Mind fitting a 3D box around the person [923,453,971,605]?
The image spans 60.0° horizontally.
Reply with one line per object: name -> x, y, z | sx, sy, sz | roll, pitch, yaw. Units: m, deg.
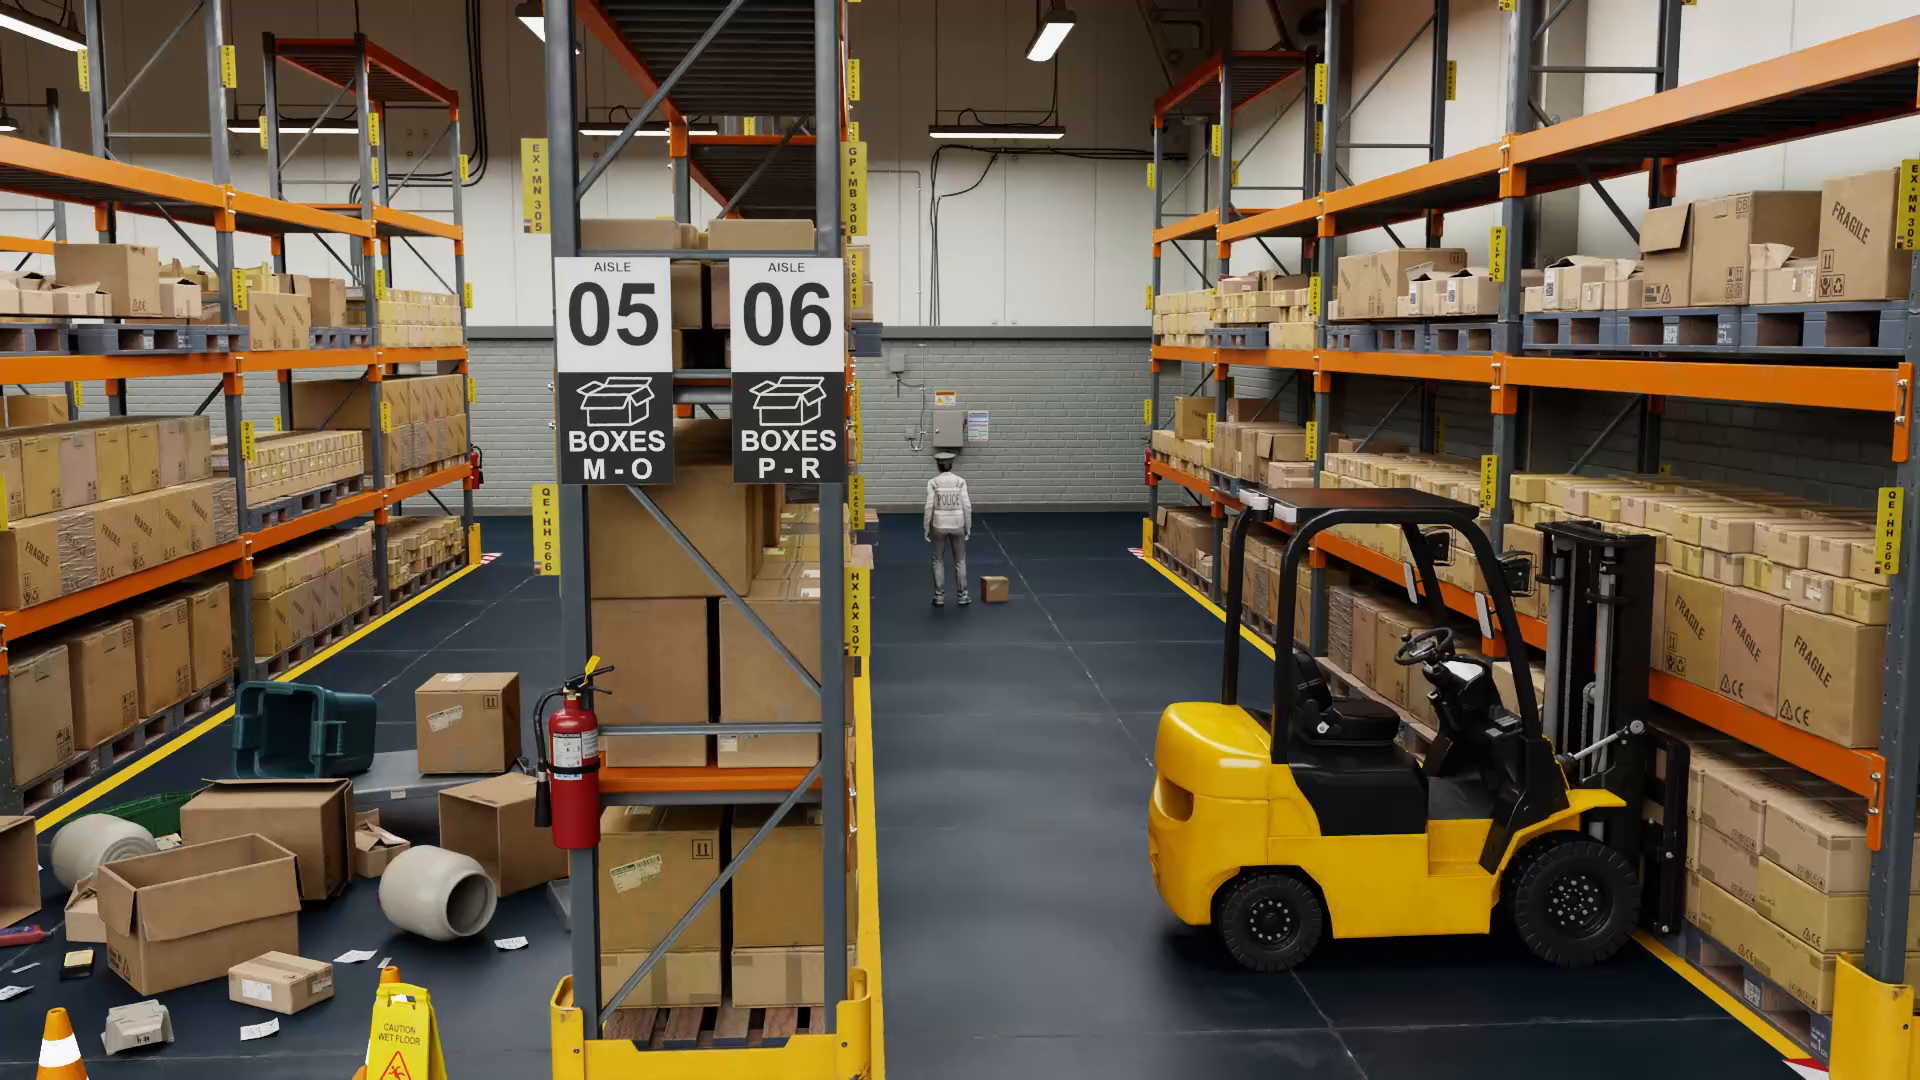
person -> -0.139, -0.121, 18.235 | 0.535, 1.662, 0.344 | -1, 7, -7
